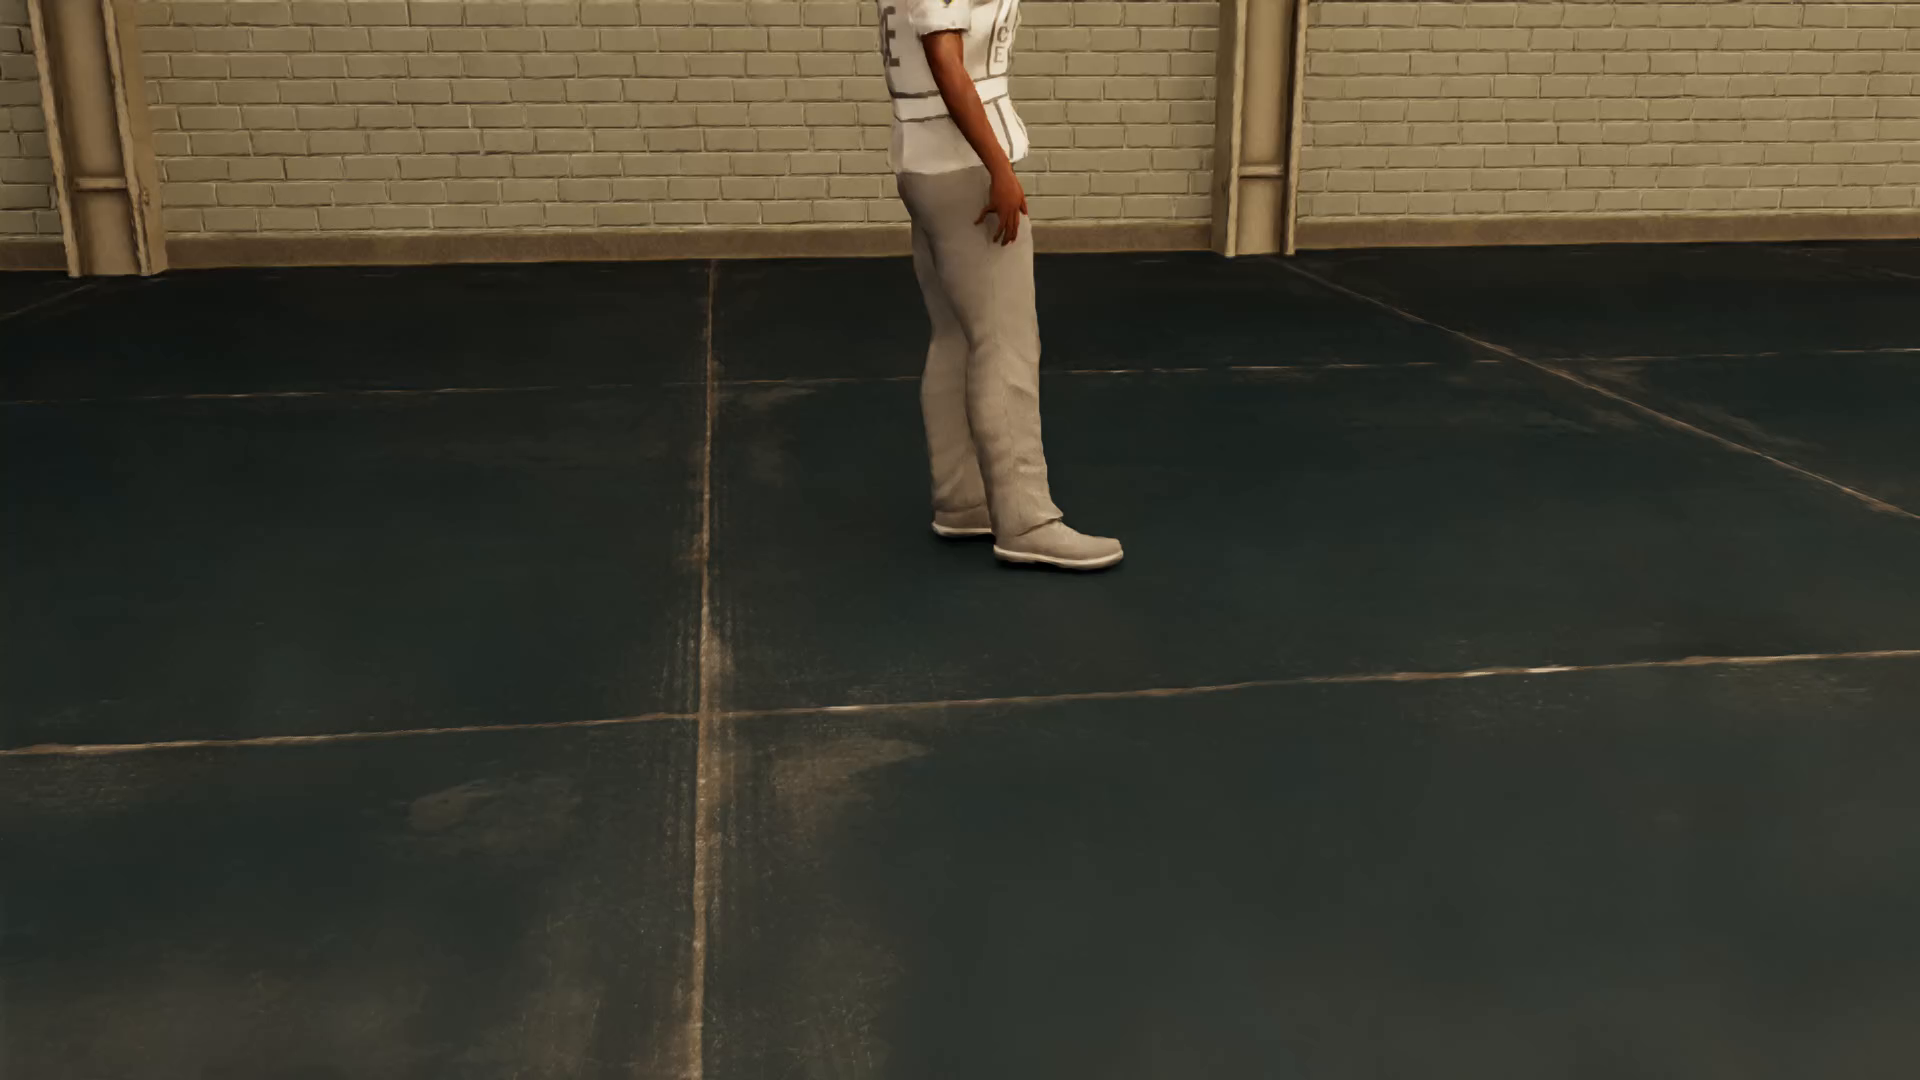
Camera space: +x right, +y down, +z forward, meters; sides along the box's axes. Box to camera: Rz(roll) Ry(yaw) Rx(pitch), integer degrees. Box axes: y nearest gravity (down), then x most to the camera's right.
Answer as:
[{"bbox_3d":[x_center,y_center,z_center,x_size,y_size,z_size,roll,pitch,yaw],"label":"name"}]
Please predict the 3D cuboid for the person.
[{"bbox_3d":[0.077,-0.816,3.711,0.529,1.695,0.570,-2,17,-8],"label":"person"}]
